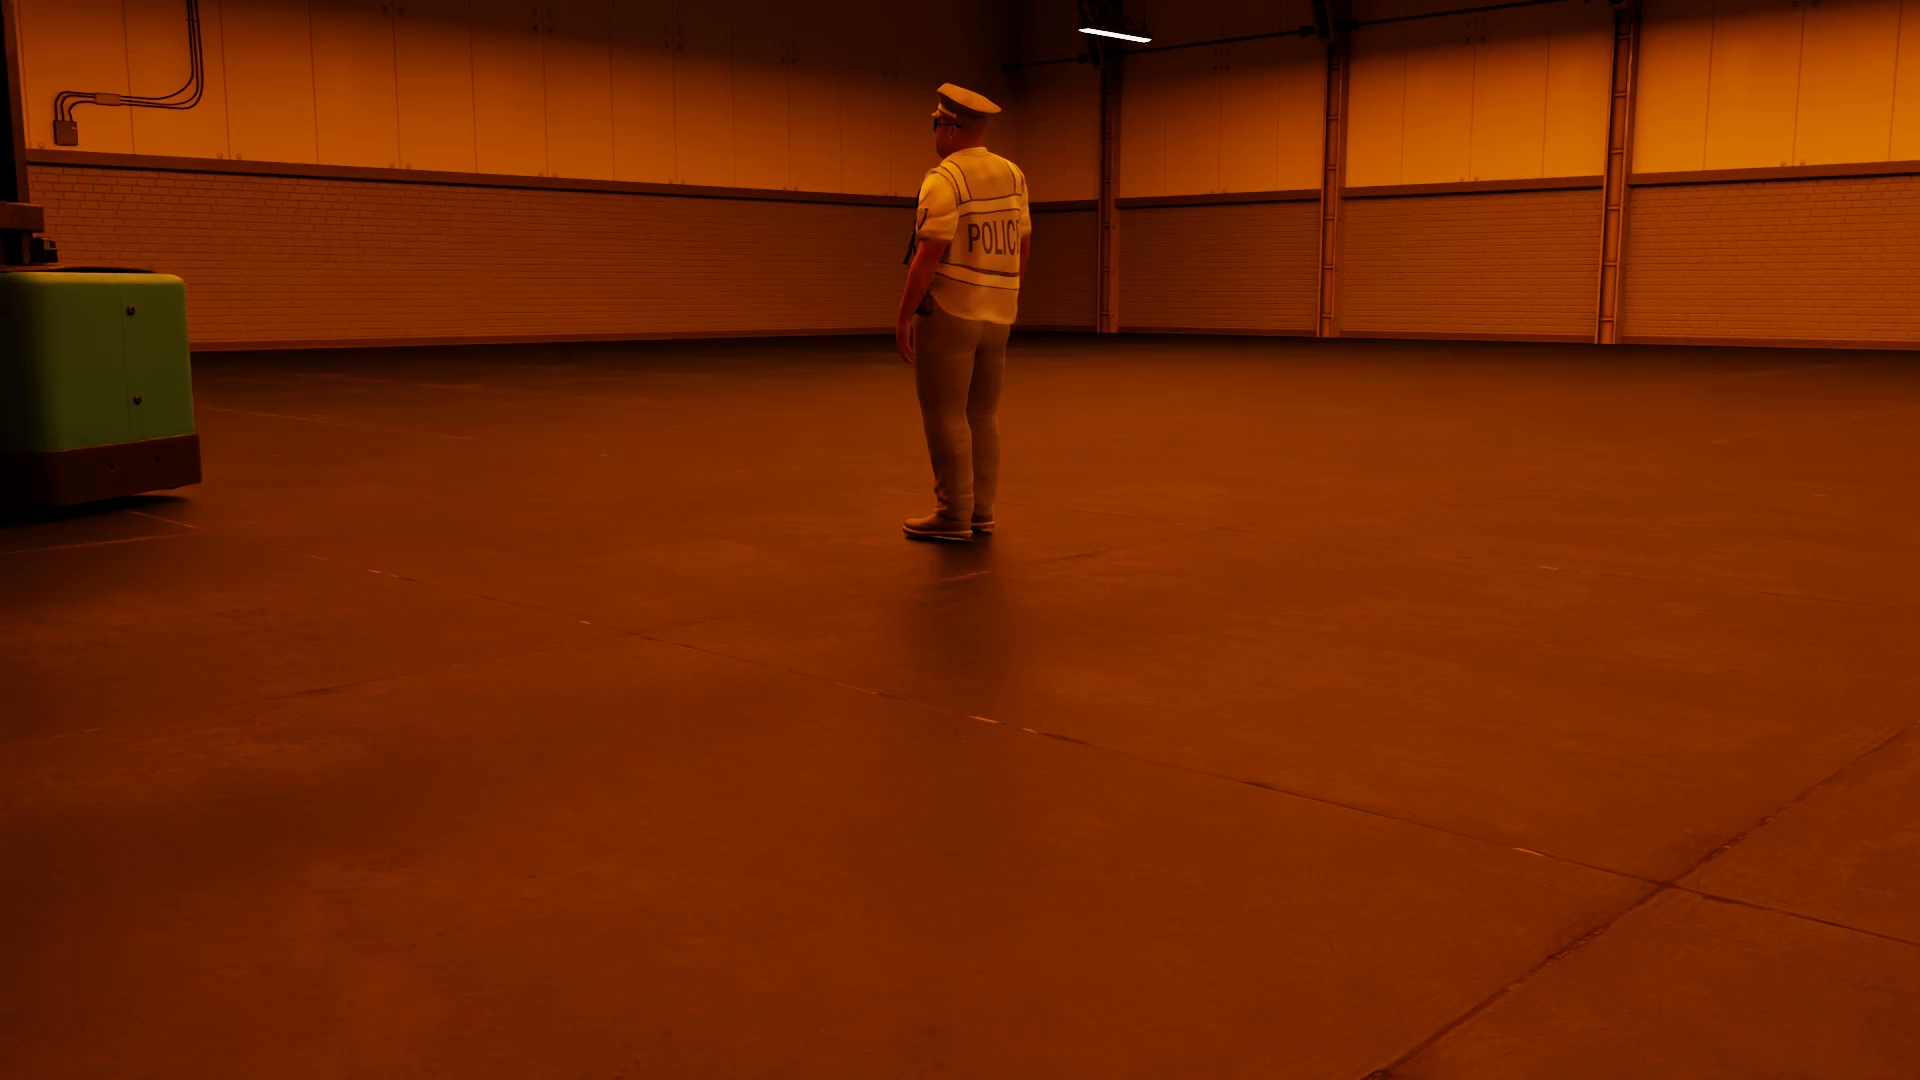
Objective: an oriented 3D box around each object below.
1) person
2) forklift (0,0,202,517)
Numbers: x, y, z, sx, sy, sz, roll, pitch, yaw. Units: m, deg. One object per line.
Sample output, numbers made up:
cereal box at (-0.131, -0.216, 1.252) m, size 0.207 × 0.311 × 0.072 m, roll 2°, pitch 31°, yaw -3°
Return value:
person at (-0.047, -0.897, 6.646) m, size 0.575 × 1.781 × 0.640 m, roll 8°, pitch 12°, yaw 43°
forklift at (-5.260, -1.641, 7.770) m, size 3.031 × 2.935 × 1.130 m, roll 2°, pitch 9°, yaw 13°
